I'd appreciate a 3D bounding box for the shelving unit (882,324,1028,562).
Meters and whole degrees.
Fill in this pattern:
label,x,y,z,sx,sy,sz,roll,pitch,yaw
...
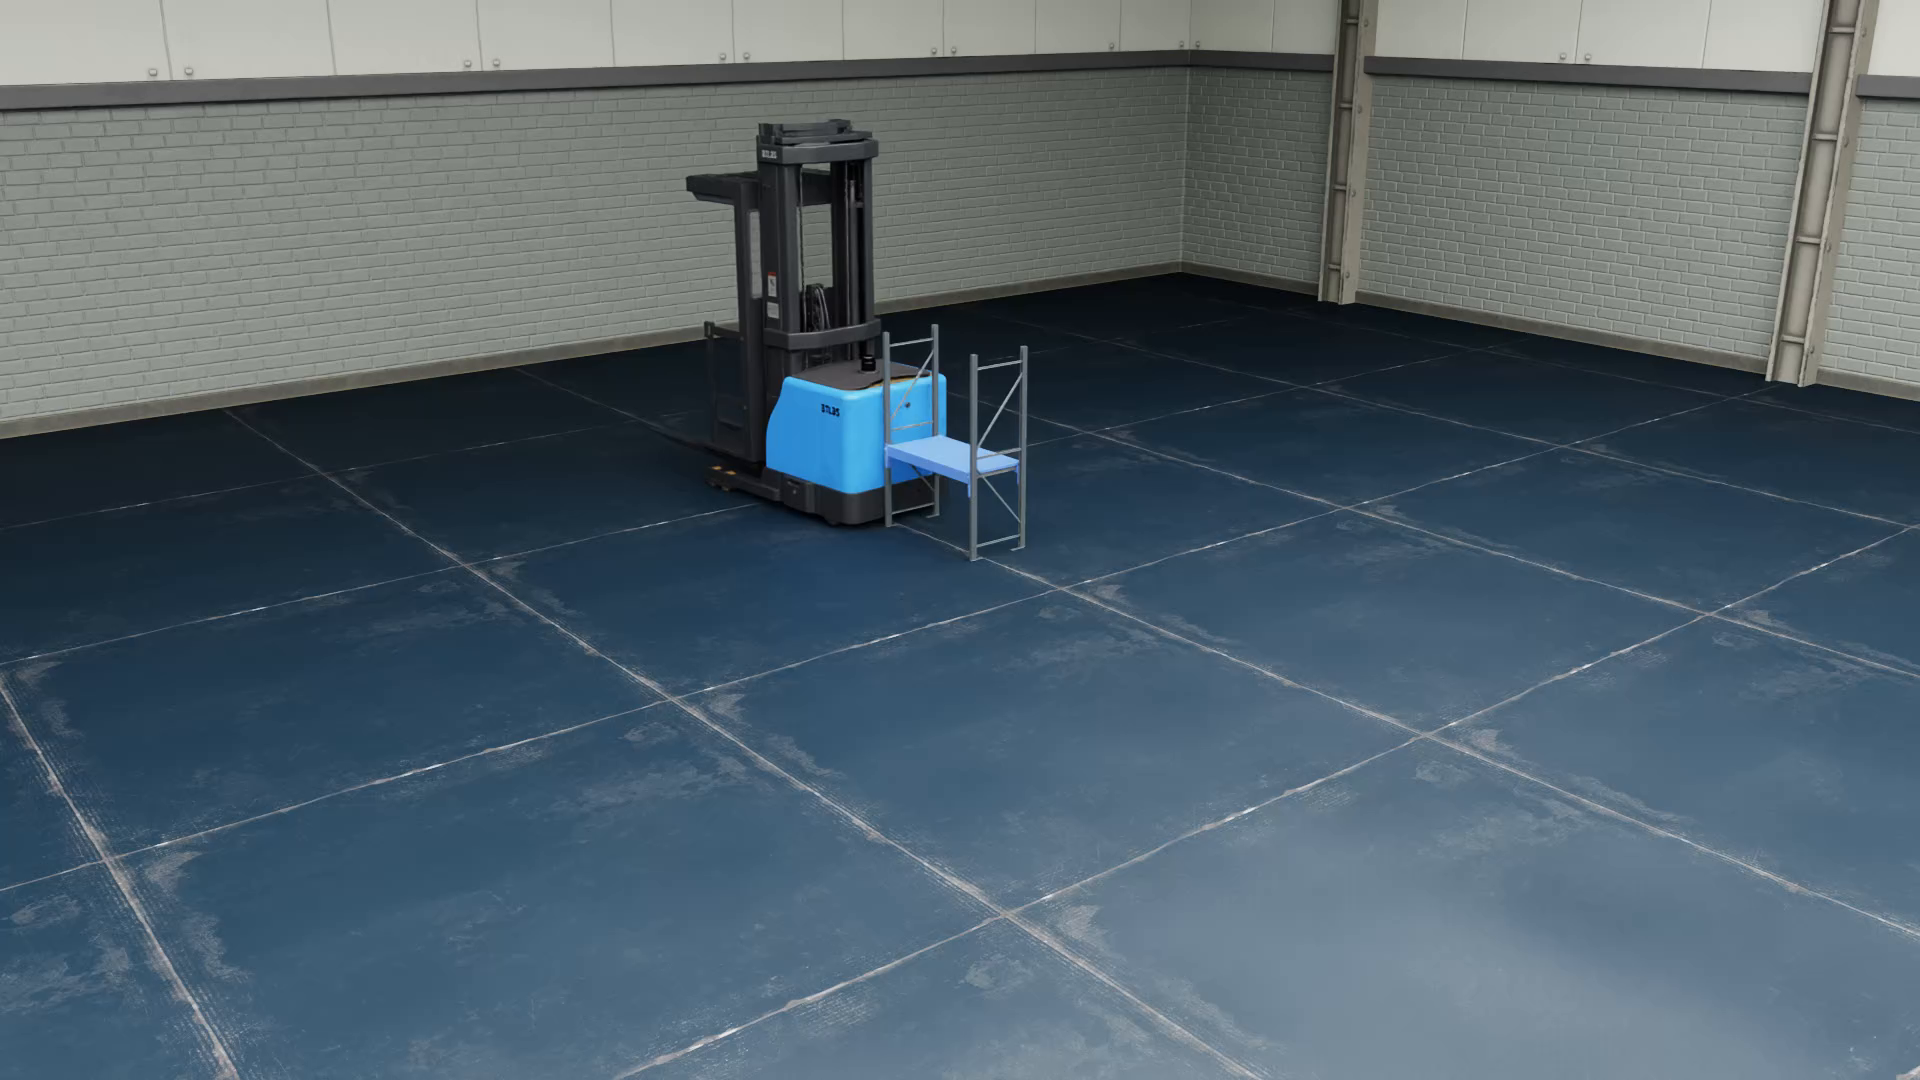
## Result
label,x,y,z,sx,sy,sz,roll,pitch,yaw
shelving unit,-0.046,-0.731,12.184,0.538,1.500,1.048,-14,23,-37

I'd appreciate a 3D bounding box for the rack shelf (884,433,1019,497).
label,x,y,z,sx,sy,sz,roll,pitch,yaw
rack shelf,-0.046,-0.560,12.241,0.538,0.185,1.000,-14,23,-37

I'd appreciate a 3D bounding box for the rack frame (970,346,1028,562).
label,x,y,z,sx,sy,sz,roll,pitch,yaw
rack frame,0.273,-0.607,11.809,0.500,1.500,0.032,-14,23,-37

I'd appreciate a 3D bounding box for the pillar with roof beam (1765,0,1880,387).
label,x,y,z,sx,sy,sz,roll,pitch,yaw
pillar with roof beam,5.296,-5.085,13.404,9.100,9.000,0.400,-14,23,-36

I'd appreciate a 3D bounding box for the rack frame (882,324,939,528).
label,x,y,z,sx,sy,sz,roll,pitch,yaw
rack frame,-0.366,-0.855,12.560,0.500,1.500,0.032,-14,23,-37

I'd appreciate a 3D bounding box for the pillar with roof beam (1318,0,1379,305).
label,x,y,z,sx,sy,sz,roll,pitch,yaw
pillar with roof beam,1.570,-6.564,17.869,9.100,9.000,0.400,-14,23,-36

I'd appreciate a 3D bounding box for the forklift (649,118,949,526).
label,x,y,z,sx,sy,sz,roll,pitch,yaw
forklift,-1.460,-1.886,13.397,1.130,2.935,3.031,-16,24,-40
